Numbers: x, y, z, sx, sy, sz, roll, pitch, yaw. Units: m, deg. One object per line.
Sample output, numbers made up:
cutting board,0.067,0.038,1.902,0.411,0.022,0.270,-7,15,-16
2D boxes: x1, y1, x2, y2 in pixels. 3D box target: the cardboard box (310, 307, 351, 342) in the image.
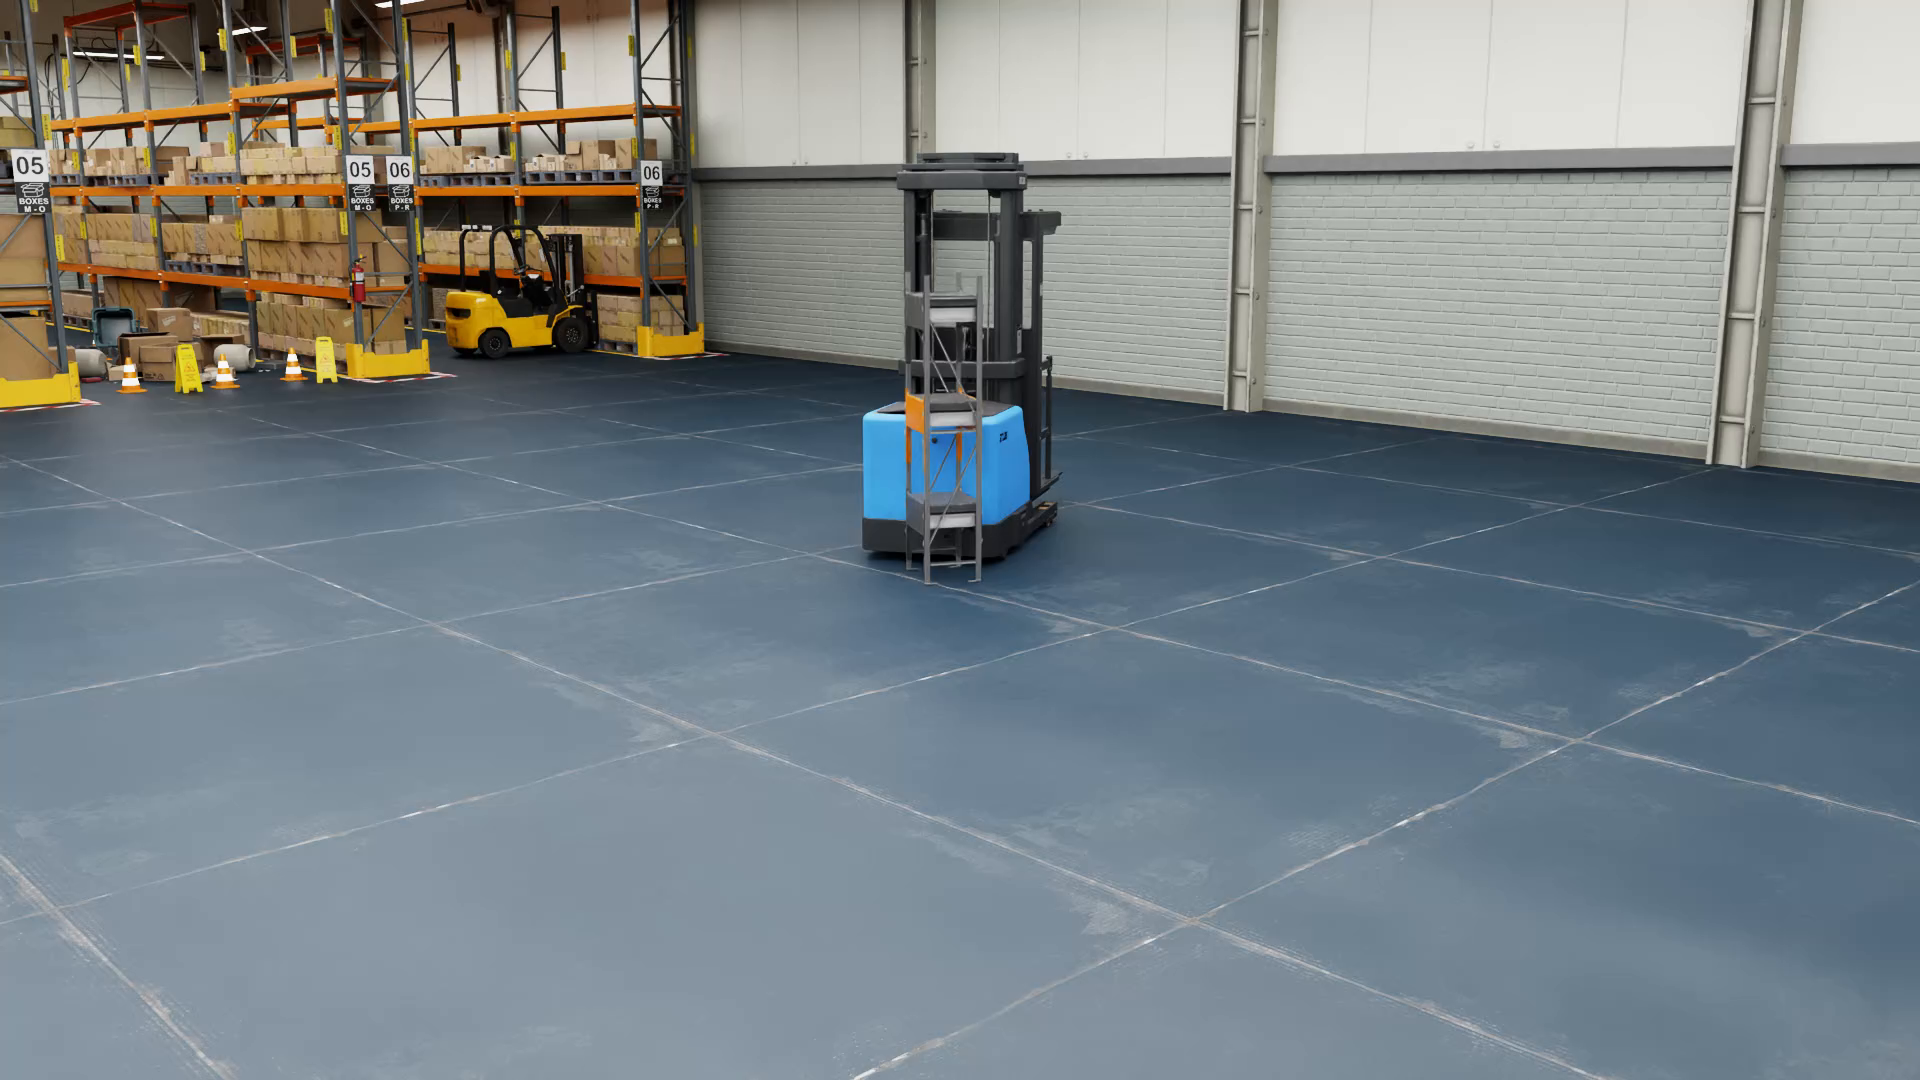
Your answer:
cardboard box,-9.600,-3.314,25.477,0.500,0.500,0.500,-10,15,-40

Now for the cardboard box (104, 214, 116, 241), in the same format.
cardboard box,-15.971,-5.973,31.744,0.500,0.500,0.500,11,16,44

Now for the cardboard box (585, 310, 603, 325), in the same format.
cardboard box,-6.181,-3.902,28.951,0.500,0.250,0.500,-11,16,-44

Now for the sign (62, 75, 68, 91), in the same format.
sign,-19.143,-9.774,35.543,0.100,0.325,0.005,-11,16,-43

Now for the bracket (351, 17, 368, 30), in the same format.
bracket,-12.994,-11.193,36.020,0.235,0.232,0.430,-11,16,-43

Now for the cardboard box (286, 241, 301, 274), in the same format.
cardboard box,-10.091,-4.391,25.804,0.500,0.500,0.500,-11,16,-42

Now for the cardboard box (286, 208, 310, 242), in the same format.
cardboard box,-9.777,-4.795,25.288,0.700,0.500,0.500,-11,16,-43

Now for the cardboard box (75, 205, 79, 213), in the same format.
cardboard box,-17.494,-6.631,33.330,0.380,0.149,0.250,-11,16,-42

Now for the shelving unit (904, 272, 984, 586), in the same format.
shelving unit,-0.116,-0.776,11.469,0.431,2.100,0.503,-3,12,-16

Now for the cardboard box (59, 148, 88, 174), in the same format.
cardboard box,-17.737,-7.649,33.628,0.797,0.503,0.637,-9,15,-38

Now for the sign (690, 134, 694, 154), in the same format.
sign,-4.503,-6.636,27.891,0.100,0.325,0.005,-11,16,-43

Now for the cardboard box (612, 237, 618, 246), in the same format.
cardboard box,-5.683,-5.081,28.286,0.380,0.149,0.250,-11,16,-42

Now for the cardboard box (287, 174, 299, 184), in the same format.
cardboard box,-10.037,-5.508,25.403,0.380,0.149,0.250,-11,16,-43

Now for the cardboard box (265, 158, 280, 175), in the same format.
cardboard box,-10.453,-5.805,25.856,0.500,0.250,0.500,-11,16,-42

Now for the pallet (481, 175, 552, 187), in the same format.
pallet,-8.289,-6.710,31.085,1.217,0.209,0.805,11,16,43

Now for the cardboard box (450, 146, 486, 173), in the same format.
cardboard box,-9.406,-7.276,31.822,0.500,0.500,0.500,-10,16,-41

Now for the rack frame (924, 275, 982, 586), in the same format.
rack frame,-0.046,-0.729,11.240,0.400,2.100,0.015,-3,12,-16

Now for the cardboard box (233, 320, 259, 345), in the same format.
cardboard box,-11.622,-3.510,27.985,0.950,0.372,0.625,-11,16,-42

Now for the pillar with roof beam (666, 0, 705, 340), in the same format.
pillar with roof beam,-7.851,-7.189,25.505,9.100,9.000,0.400,-11,16,-43

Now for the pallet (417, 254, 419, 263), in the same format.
pallet,-10.952,-5.786,34.038,1.213,0.211,1.003,-11,16,-43

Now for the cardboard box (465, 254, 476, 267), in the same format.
cardboard box,-9.242,-5.395,32.033,0.500,0.250,0.500,-10,15,-41

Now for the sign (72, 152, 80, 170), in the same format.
sign,-17.183,-7.366,32.320,0.100,0.325,0.005,-11,16,-43

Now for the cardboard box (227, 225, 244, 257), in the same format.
cardboard box,-11.743,-4.951,27.482,0.500,0.500,0.500,-11,16,-44

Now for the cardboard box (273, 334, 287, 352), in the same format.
cardboard box,-10.669,-3.174,26.657,0.500,0.250,0.500,-10,15,-39

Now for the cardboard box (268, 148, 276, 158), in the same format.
cardboard box,-10.530,-6.015,25.888,0.250,0.149,0.380,11,16,43

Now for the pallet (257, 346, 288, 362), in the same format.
pallet,-10.769,-3.056,27.222,1.003,0.211,1.213,-11,16,-43

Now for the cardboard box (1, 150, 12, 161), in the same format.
cardboard box,-12.011,-4.922,21.269,0.380,0.149,0.250,-11,16,-42

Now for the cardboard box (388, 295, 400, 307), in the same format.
cardboard box,-11.582,-4.955,34.681,0.500,0.500,0.500,-10,15,-40

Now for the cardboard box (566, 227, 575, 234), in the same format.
cardboard box,-6.718,-5.455,29.362,0.380,0.149,0.250,-11,16,-43

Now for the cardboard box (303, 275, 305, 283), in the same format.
cardboard box,-9.950,-4.059,25.801,0.380,0.149,0.250,-11,16,-43

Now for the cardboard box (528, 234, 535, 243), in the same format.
cardboard box,-7.641,-5.491,30.273,0.380,0.149,0.250,-11,16,-43

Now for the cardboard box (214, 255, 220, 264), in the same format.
cardboard box,-12.365,-4.745,28.089,0.380,0.149,0.250,-11,16,-42

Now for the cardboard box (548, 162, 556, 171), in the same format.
cardboard box,-7.049,-6.588,29.355,0.380,0.149,0.250,-10,15,-41

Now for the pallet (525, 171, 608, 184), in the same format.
pallet,-7.063,-6.512,29.872,1.003,0.211,1.213,-11,16,-43

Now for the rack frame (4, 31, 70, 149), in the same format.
rack frame,-19.545,-9.205,35.288,1.000,3.000,0.127,-11,16,-43

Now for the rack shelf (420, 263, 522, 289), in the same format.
rack shelf,-9.052,-5.147,32.242,1.077,0.370,4.000,-11,16,-43

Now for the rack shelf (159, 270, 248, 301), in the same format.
rack shelf,-12.639,-4.455,28.882,1.077,0.370,4.000,-11,16,-43

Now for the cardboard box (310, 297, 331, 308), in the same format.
cardboard box,-9.711,-3.637,25.439,0.380,0.149,0.250,-11,16,-42

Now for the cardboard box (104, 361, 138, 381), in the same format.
cardboard box,-12.249,-2.477,24.277,0.396,0.266,0.258,-8,14,-33

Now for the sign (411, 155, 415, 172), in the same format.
sign,-10.827,-7.438,32.866,0.100,0.325,0.005,-11,16,-43

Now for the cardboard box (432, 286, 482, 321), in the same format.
cardboard box,-10.012,-4.741,33.332,0.875,0.625,0.625,-10,15,-41

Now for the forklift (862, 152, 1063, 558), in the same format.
forklift,0.171,-1.557,13.207,1.130,2.935,3.031,3,12,15

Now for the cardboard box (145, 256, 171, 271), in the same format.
cardboard box,-14.557,-5.063,30.424,0.500,0.250,0.500,11,16,43

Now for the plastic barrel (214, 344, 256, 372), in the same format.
plastic barrel,-11.017,-2.760,25.258,0.512,0.421,0.421,-1,12,-4

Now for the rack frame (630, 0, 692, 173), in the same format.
rack frame,-4.908,-7.562,27.314,1.000,3.000,0.127,-11,16,-43

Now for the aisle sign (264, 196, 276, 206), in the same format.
aisle sign,-16.217,-8.201,38.841,0.394,0.787,0.004,-11,16,-43

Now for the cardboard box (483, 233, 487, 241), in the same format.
cardboard box,-8.802,-5.738,31.473,0.250,0.149,0.380,11,16,44

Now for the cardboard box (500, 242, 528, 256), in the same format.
cardboard box,-8.194,-5.415,30.892,0.500,0.250,0.500,-11,16,-44

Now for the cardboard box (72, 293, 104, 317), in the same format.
cardboard box,-17.757,-4.870,34.427,0.875,0.438,0.875,11,16,43

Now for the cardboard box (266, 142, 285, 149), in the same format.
cardboard box,-11.723,-6.574,28.044,0.500,0.250,0.500,-11,16,-44

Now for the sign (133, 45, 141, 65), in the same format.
sign,-14.419,-8.494,29.133,0.100,0.325,0.005,-11,16,-43

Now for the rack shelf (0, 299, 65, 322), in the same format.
rack shelf,-13.387,-3.166,22.629,1.077,0.370,4.000,-11,16,-43
